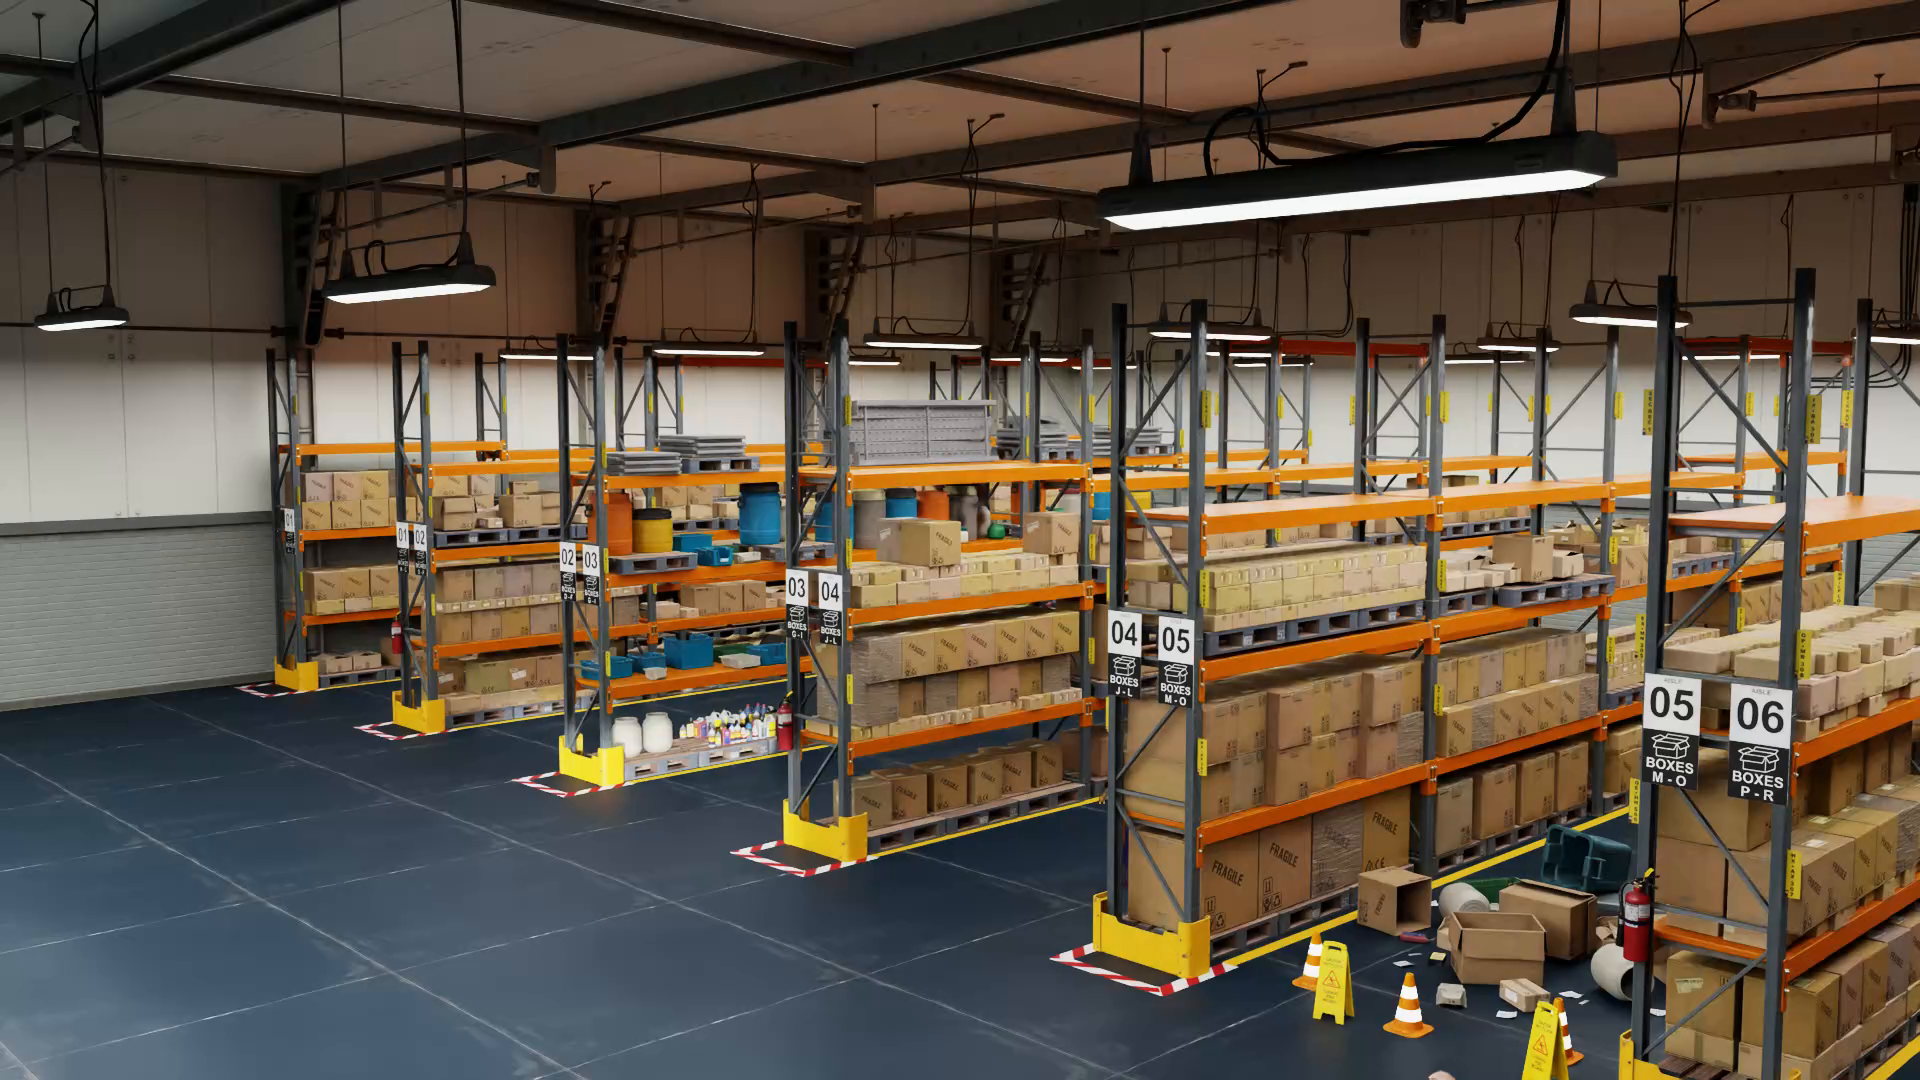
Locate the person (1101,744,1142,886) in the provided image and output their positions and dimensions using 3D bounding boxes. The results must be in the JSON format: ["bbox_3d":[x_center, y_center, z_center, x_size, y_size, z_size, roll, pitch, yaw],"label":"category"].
[{"bbox_3d":[1.858,2.897,17.789,0.772,1.548,0.701,-3,6,-29],"label":"person"}]

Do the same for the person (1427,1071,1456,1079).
[{"bbox_3d":[2.521,3.562,8.704,0.696,1.737,0.794,3,6,33],"label":"person"}]
